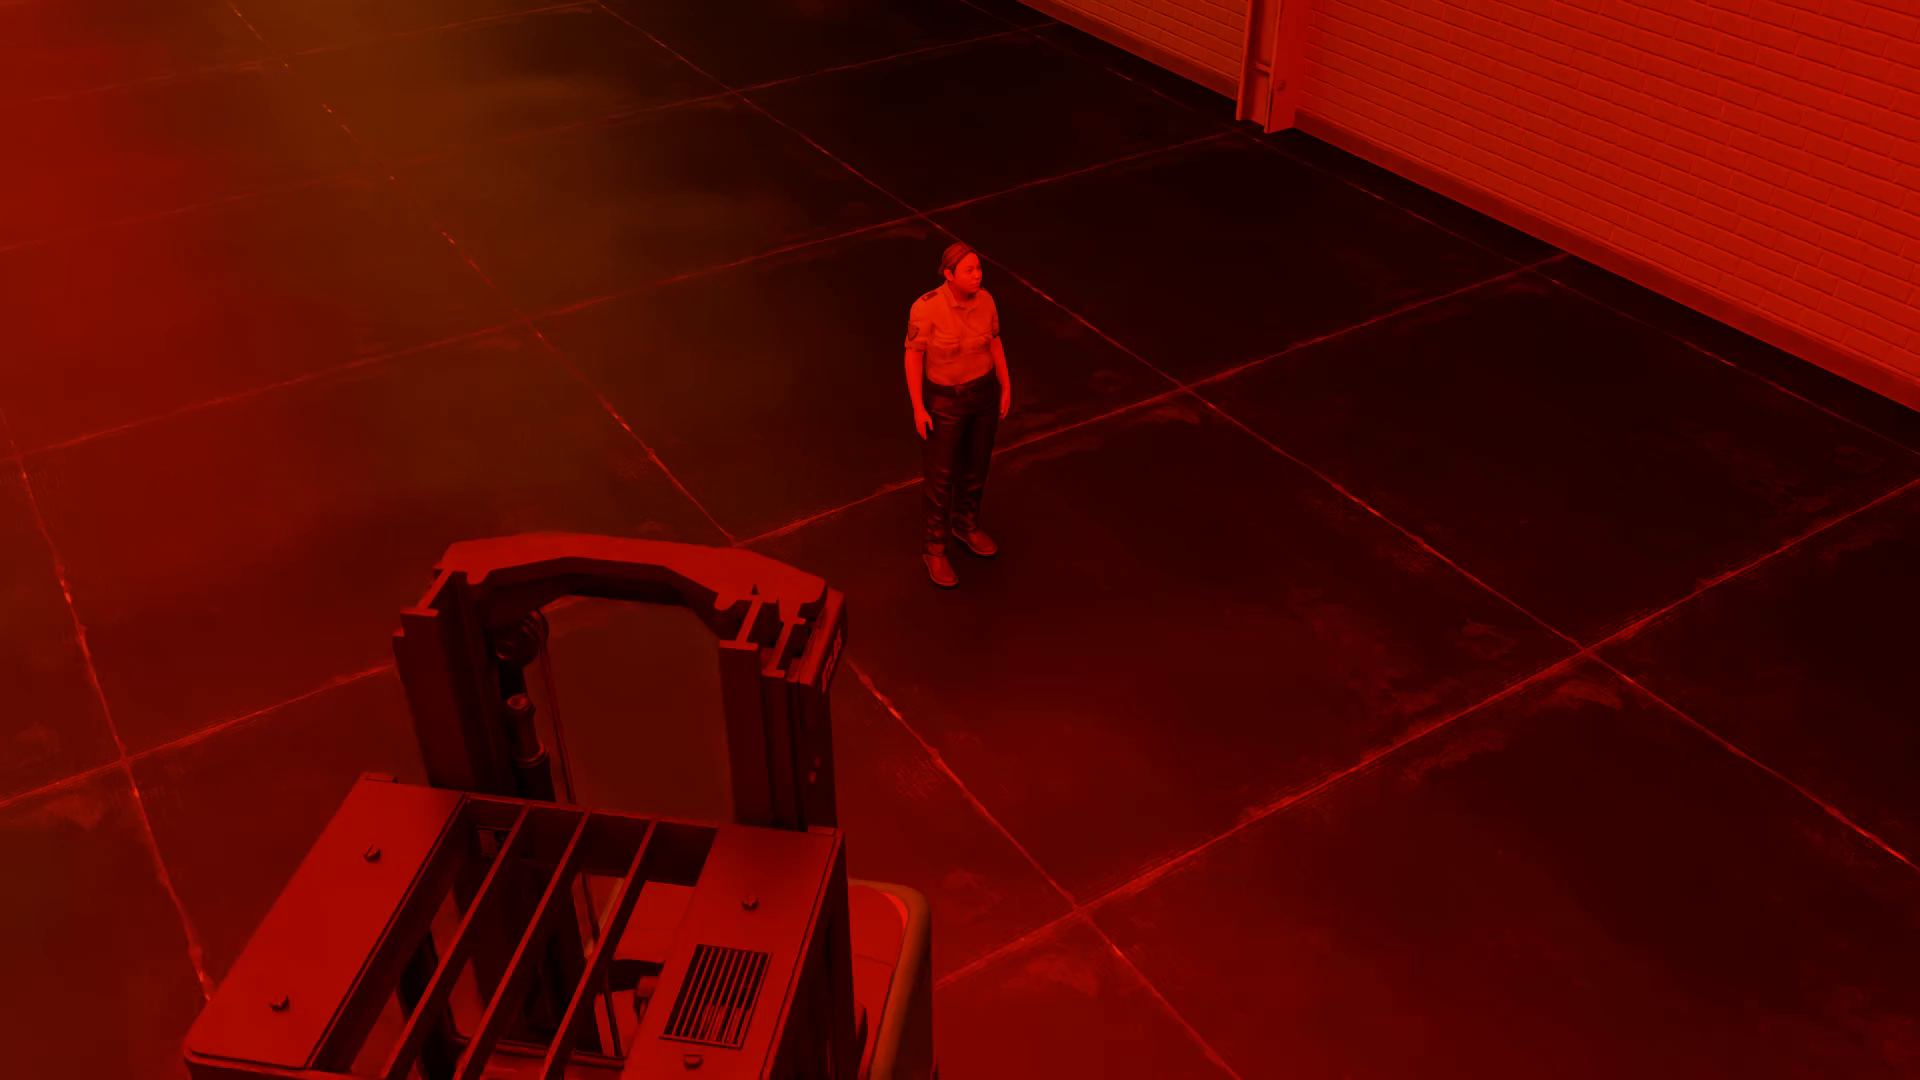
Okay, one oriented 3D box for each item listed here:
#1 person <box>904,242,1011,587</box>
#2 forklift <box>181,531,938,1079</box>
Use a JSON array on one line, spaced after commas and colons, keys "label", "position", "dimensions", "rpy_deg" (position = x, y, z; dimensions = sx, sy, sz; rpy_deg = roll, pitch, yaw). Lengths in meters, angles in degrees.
[{"label": "person", "position": [0.030, -0.626, 8.149], "dimensions": [0.598, 1.643, 0.502], "rpy_deg": [-21, 40, -27]}, {"label": "forklift", "position": [-0.826, 1.571, 3.912], "dimensions": [1.130, 2.935, 3.031], "rpy_deg": [5, 35, 8]}]
